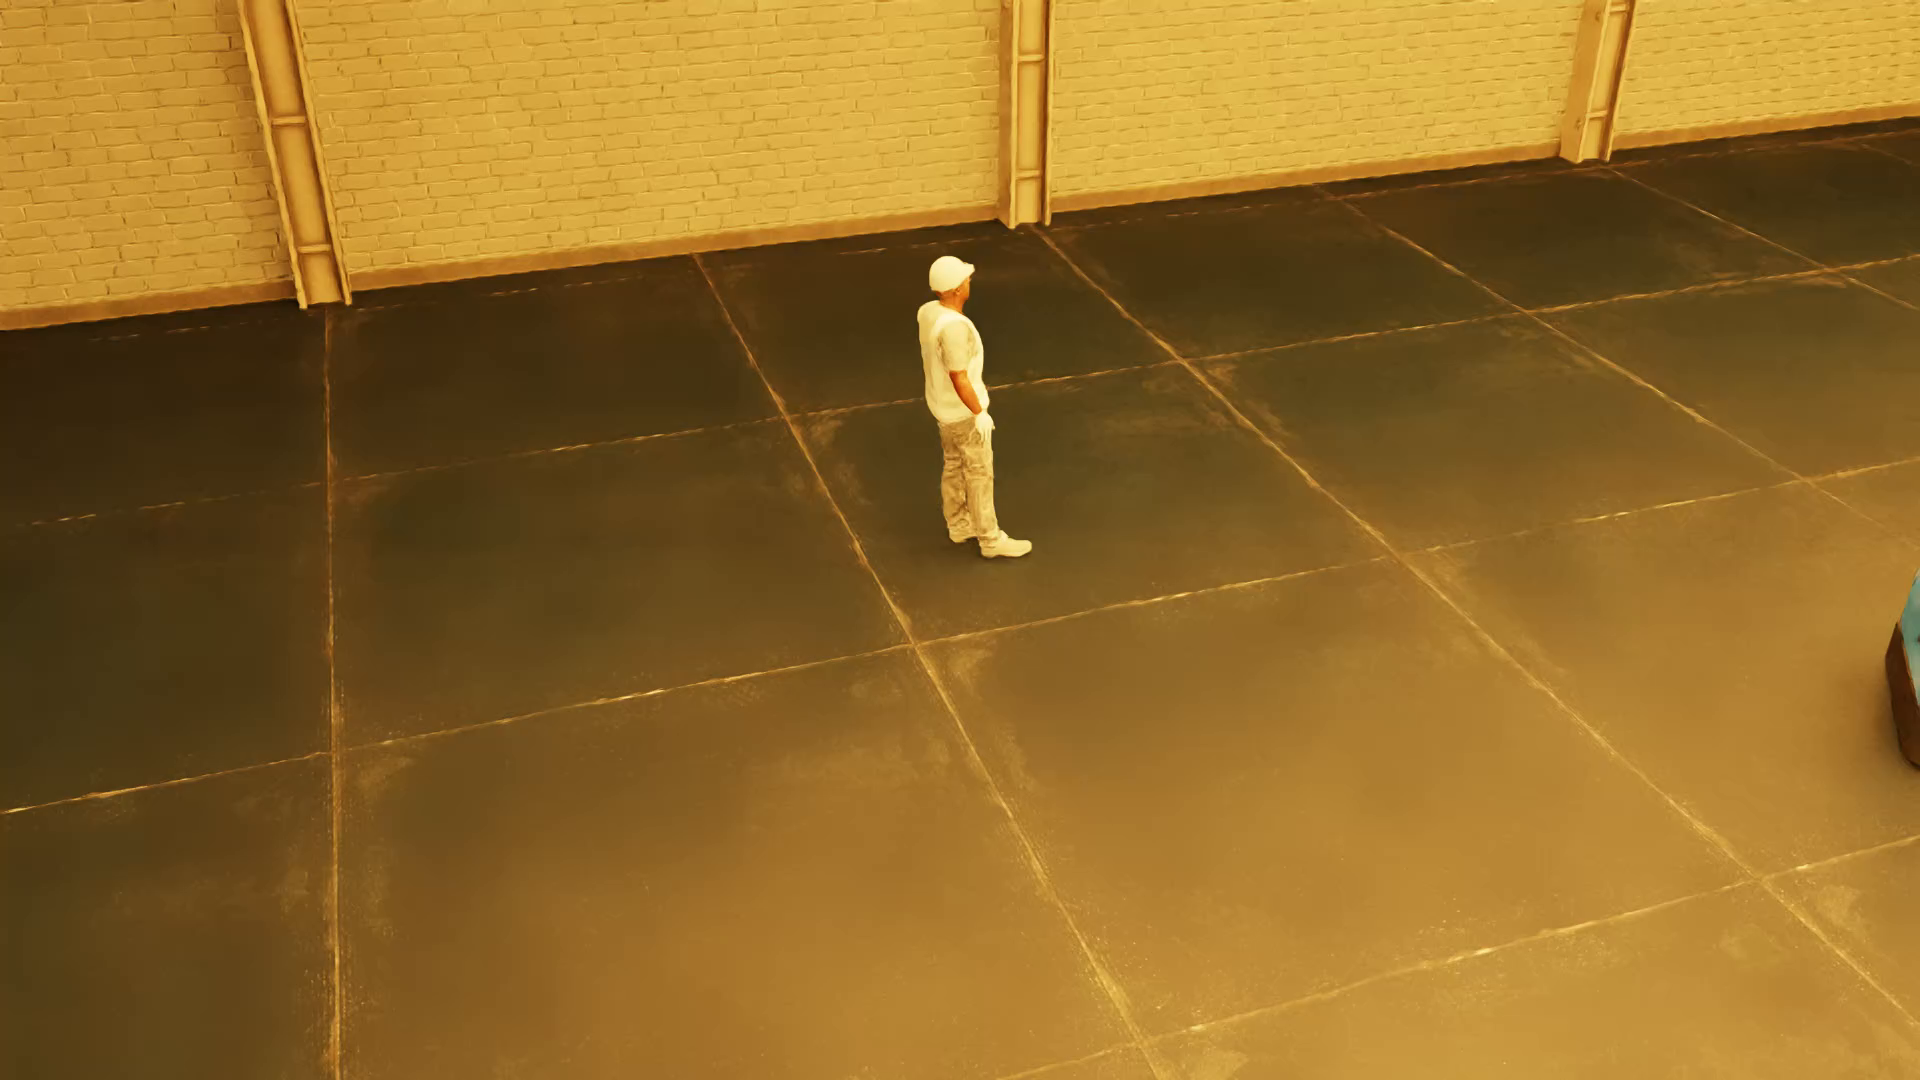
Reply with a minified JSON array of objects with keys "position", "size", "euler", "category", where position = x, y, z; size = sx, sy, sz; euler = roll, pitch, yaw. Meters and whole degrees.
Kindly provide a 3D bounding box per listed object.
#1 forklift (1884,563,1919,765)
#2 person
[{"position":[6.156,-0.115,7.287],"size":[3.031,2.935,1.130],"euler":[10,32,18],"category":"forklift"},{"position":[0.071,-0.786,9.591],"size":[0.576,1.782,0.655],"euler":[-10,31,-16],"category":"person"}]
